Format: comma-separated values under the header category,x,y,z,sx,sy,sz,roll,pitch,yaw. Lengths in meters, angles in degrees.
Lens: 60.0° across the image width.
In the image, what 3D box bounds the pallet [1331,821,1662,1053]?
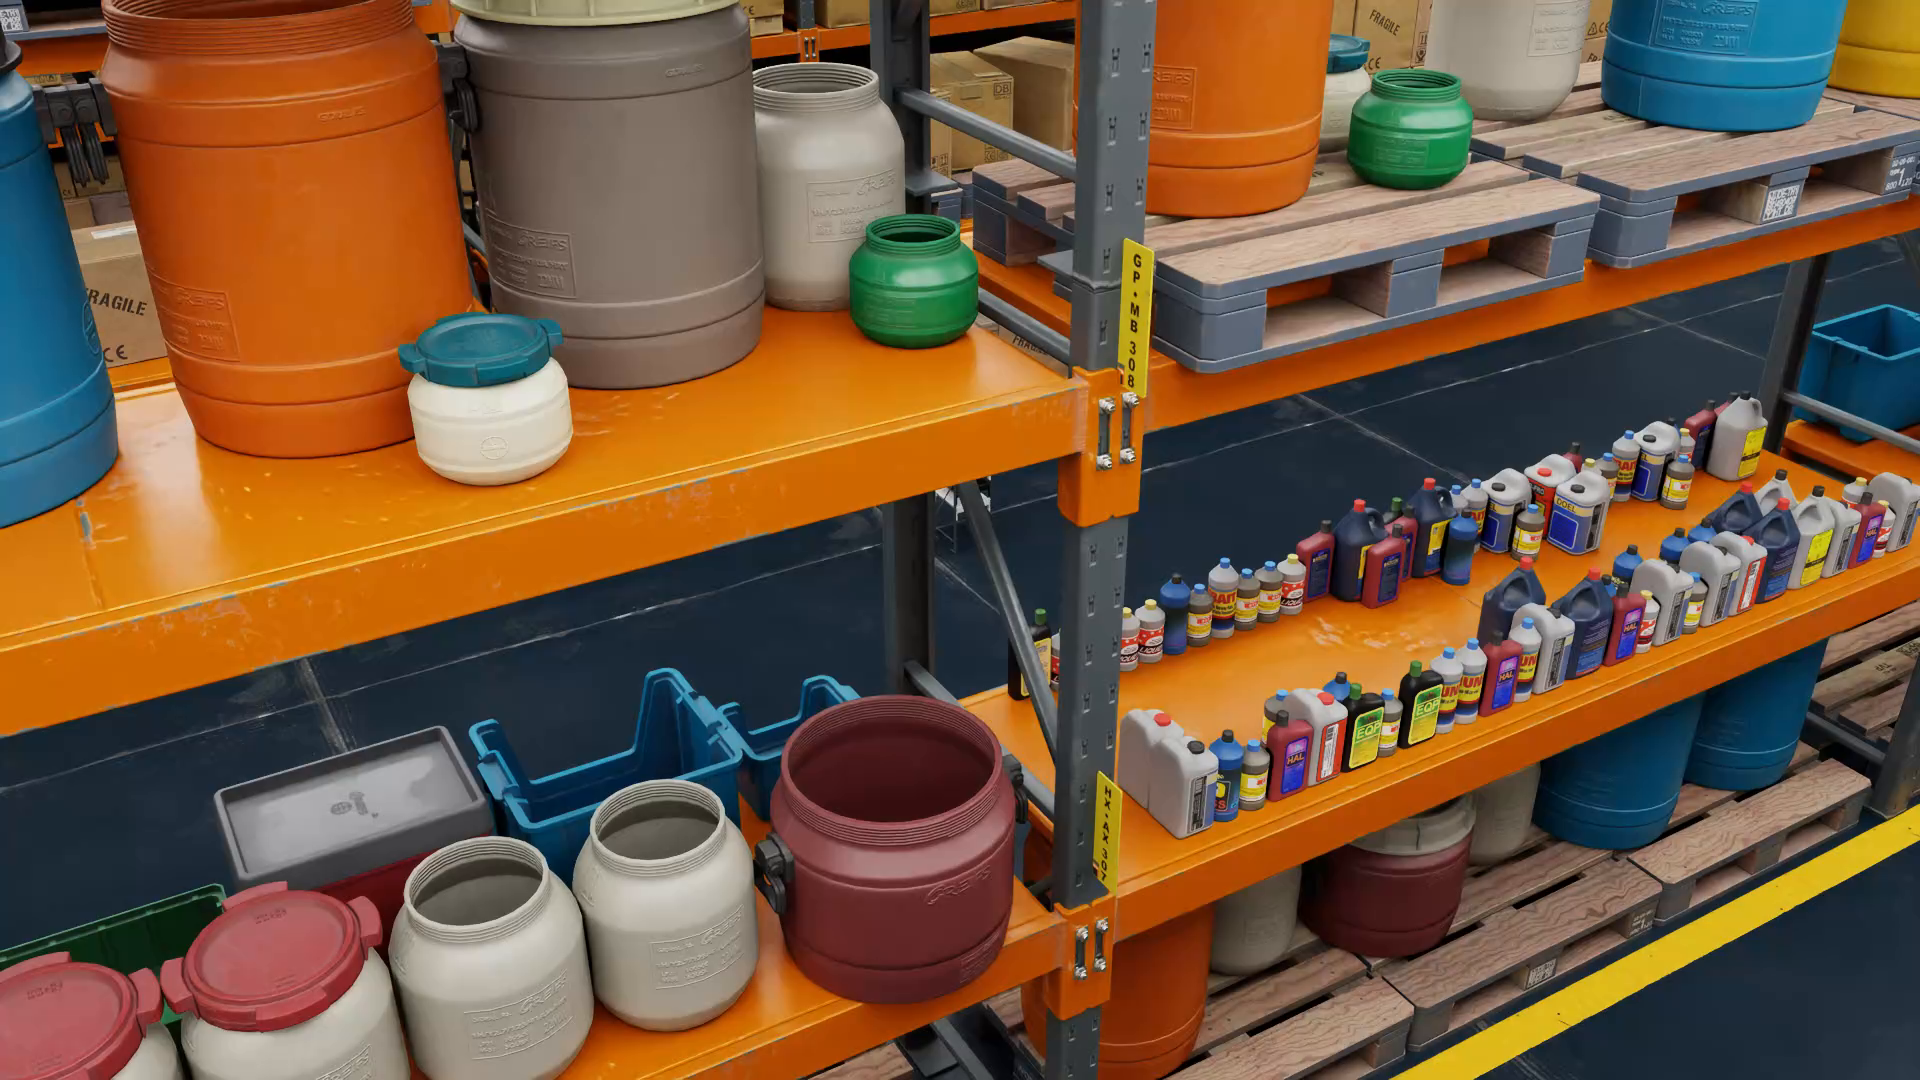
category,x,y,z,sx,sy,sz,roll,pitch,yaw
pallet,1.792,1.291,6.193,1.213,0.211,1.003,-16,33,-26

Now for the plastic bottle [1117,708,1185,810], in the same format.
category,x,y,z,sx,sy,sz,roll,pitch,yaw
plastic bottle,0.542,0.596,4.693,0.135,0.276,0.152,-16,33,-26

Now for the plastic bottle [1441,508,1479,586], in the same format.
category,x,y,z,sx,sy,sz,roll,pitch,yaw
plastic bottle,1.732,0.017,5.749,0.097,0.271,0.097,0,29,0

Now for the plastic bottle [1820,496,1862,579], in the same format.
category,x,y,z,sx,sy,sz,roll,pitch,yaw
plastic bottle,3.040,-0.028,5.824,0.135,0.276,0.152,-16,33,-26

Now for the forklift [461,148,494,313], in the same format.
category,x,y,z,sx,sy,sz,roll,pitch,yaw
forklift,-2.806,-2.370,10.011,3.031,2.935,1.130,-13,32,-23

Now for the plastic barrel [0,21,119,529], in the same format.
category,x,y,z,sx,sy,sz,roll,pitch,yaw
plastic barrel,-1.910,-0.512,2.950,0.708,0.901,0.600,-16,33,-26

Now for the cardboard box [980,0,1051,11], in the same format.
category,x,y,z,sx,sy,sz,roll,pitch,yaw
cardboard box,0.242,-5.145,14.659,0.700,0.700,0.980,-18,33,-29

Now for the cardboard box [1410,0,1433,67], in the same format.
category,x,y,z,sx,sy,sz,roll,pitch,yaw
cardboard box,2.906,-3.325,10.533,0.500,0.500,0.500,-15,32,-25

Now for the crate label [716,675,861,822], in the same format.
category,x,y,z,sx,sy,sz,roll,pitch,yaw
crate label,-0.471,0.597,4.737,0.416,0.233,0.303,-16,33,-26

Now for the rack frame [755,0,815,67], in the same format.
category,x,y,z,sx,sy,sz,roll,pitch,yaw
rack frame,-1.488,-4.530,13.853,0.127,3.000,1.000,-16,33,-26

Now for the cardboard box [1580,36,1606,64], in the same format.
category,x,y,z,sx,sy,sz,roll,pitch,yaw
cardboard box,4.225,-3.267,11.461,0.500,0.500,0.500,-15,32,-25

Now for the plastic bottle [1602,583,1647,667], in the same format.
category,x,y,z,sx,sy,sz,roll,pitch,yaw
plastic bottle,2.113,0.258,5.299,0.133,0.283,0.061,-16,33,-26

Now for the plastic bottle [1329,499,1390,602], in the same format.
category,x,y,z,sx,sy,sz,roll,pitch,yaw
plastic bottle,1.359,0.020,5.660,0.185,0.351,0.144,-16,33,-26

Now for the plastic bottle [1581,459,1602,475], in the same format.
category,x,y,z,sx,sy,sz,roll,pitch,yaw
plastic bottle,2.342,-0.207,6.226,0.097,0.201,0.097,0,29,0

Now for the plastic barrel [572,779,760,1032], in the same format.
category,x,y,z,sx,sy,sz,roll,pitch,yaw
plastic barrel,-0.696,0.869,3.956,0.421,0.512,0.421,0,29,0

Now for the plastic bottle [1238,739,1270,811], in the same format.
category,x,y,z,sx,sy,sz,roll,pitch,yaw
plastic bottle,0.817,0.652,4.670,0.097,0.201,0.097,0,29,0

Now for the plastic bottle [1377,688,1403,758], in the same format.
category,x,y,z,sx,sy,sz,roll,pitch,yaw
plastic bottle,1.247,0.529,4.892,0.097,0.201,0.097,0,29,0

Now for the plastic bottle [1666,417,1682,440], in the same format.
category,x,y,z,sx,sy,sz,roll,pitch,yaw
plastic bottle,2.710,-0.342,6.398,0.097,0.271,0.097,0,29,0

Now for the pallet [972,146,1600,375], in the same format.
category,x,y,z,sx,sy,sz,roll,pitch,yaw
pallet,0.791,-0.800,4.187,1.213,0.211,1.003,-16,33,-26

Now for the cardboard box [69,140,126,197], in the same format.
category,x,y,z,sx,sy,sz,roll,pitch,yaw
cardboard box,-6.054,-2.666,11.831,0.500,0.250,0.500,-15,32,-25

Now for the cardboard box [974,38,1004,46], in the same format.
category,x,y,z,sx,sy,sz,roll,pitch,yaw
cardboard box,0.322,-4.472,15.230,0.250,0.149,0.380,-15,32,-26

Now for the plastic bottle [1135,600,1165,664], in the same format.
category,x,y,z,sx,sy,sz,roll,pitch,yaw
plastic bottle,0.607,0.286,5.333,0.097,0.201,0.097,0,29,0

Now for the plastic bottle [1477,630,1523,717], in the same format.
category,x,y,z,sx,sy,sz,roll,pitch,yaw
plastic bottle,1.639,0.393,5.055,0.133,0.283,0.061,-16,33,-26

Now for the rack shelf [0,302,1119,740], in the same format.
category,x,y,z,sx,sy,sz,roll,pitch,yaw
rack shelf,-1.642,0.068,3.163,4.000,0.370,1.077,-16,33,-26

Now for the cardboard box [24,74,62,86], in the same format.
category,x,y,z,sx,sy,sz,roll,pitch,yaw
cardboard box,-6.400,-3.353,11.163,0.500,0.500,0.700,-16,33,-26

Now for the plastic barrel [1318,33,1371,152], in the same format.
category,x,y,z,sx,sy,sz,roll,pitch,yaw
plastic barrel,0.932,-1.183,4.394,0.301,0.262,0.301,0,29,0

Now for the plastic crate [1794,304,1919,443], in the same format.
category,x,y,z,sx,sy,sz,roll,pitch,yaw
plastic crate,3.761,-0.678,6.829,0.575,0.384,0.392,-16,33,-26

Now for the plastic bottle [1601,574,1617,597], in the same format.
category,x,y,z,sx,sy,sz,roll,pitch,yaw
plastic bottle,2.057,0.235,5.353,0.097,0.271,0.097,0,29,0

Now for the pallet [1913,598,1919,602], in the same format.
category,x,y,z,sx,sy,sz,roll,pitch,yaw
pallet,5.198,0.322,7.949,1.213,0.211,1.003,-16,33,-26

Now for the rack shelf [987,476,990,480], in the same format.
category,x,y,z,sx,sy,sz,roll,pitch,yaw
rack shelf,0.007,-0.367,8.552,0.200,0.077,0.258,-16,33,-26

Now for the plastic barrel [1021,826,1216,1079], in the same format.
category,x,y,z,sx,sy,sz,roll,pitch,yaw
plastic barrel,0.495,1.216,5.253,0.708,0.830,0.600,-16,33,-26

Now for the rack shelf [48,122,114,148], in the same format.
category,x,y,z,sx,sy,sz,roll,pitch,yaw
rack shelf,-6.661,-2.746,11.366,4.000,0.370,1.077,-16,33,-26

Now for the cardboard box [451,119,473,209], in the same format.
category,x,y,z,sx,sy,sz,roll,pitch,yaw
cardboard box,-4.236,-2.918,12.724,0.750,0.750,0.750,-16,33,-27

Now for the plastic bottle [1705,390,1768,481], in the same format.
category,x,y,z,sx,sy,sz,roll,pitch,yaw
plastic bottle,3.028,-0.420,6.457,0.185,0.351,0.144,-16,33,-26

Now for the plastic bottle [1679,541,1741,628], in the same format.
category,x,y,z,sx,sy,sz,roll,pitch,yaw
plastic bottle,2.489,0.129,5.541,0.135,0.276,0.152,-16,33,-26

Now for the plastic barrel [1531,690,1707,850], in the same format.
category,x,y,z,sx,sy,sz,roll,pitch,yaw
plastic barrel,2.443,0.632,6.238,0.708,0.901,0.600,-16,33,-26

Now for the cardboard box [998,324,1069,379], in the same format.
category,x,y,z,sx,sy,sz,roll,pitch,yaw
cardboard box,0.314,-1.207,9.965,0.500,0.500,0.500,-16,33,-26

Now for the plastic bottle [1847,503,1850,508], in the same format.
category,x,y,z,sx,sy,sz,roll,pitch,yaw
plastic bottle,3.123,-0.037,5.919,0.097,0.201,0.097,0,29,0

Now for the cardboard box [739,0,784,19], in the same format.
category,x,y,z,sx,sy,sz,roll,pitch,yaw
cardboard box,-1.758,-4.494,13.357,0.500,0.500,0.500,-16,33,-27

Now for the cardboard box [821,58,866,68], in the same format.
category,x,y,z,sx,sy,sz,roll,pitch,yaw
cardboard box,-1.017,-4.091,14.539,0.250,0.149,0.380,-16,33,-27

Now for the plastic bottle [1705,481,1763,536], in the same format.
category,x,y,z,sx,sy,sz,roll,pitch,yaw
plastic bottle,2.672,-0.034,5.759,0.185,0.351,0.144,-16,33,-26

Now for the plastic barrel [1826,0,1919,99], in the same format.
category,x,y,z,sx,sy,sz,roll,pitch,yaw
plastic barrel,2.847,-1.674,4.945,0.600,0.588,0.600,0,29,0

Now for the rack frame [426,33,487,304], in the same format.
category,x,y,z,sx,sy,sz,roll,pitch,yaw
rack frame,-2.424,-1.488,8.341,0.127,3.000,1.000,-16,33,-26

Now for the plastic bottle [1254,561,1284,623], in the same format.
category,x,y,z,sx,sy,sz,roll,pitch,yaw
plastic bottle,1.026,0.167,5.549,0.097,0.201,0.097,0,29,0

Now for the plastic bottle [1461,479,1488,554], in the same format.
category,x,y,z,sx,sy,sz,roll,pitch,yaw
plastic bottle,1.827,-0.091,5.944,0.097,0.271,0.097,0,29,0

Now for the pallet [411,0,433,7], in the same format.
category,x,y,z,sx,sy,sz,roll,pitch,yaw
pallet,-2.964,-2.515,7.294,1.003,0.211,1.213,-14,32,-24

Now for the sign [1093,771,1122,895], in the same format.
category,x,y,z,sx,sy,sz,roll,pitch,yaw
sign,0.367,0.733,4.149,0.005,0.325,0.100,-16,33,-26

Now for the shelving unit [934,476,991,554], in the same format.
category,x,y,z,sx,sy,sz,roll,pitch,yaw
shelving unit,0.007,-0.396,8.536,0.210,0.900,0.258,-16,33,-26
